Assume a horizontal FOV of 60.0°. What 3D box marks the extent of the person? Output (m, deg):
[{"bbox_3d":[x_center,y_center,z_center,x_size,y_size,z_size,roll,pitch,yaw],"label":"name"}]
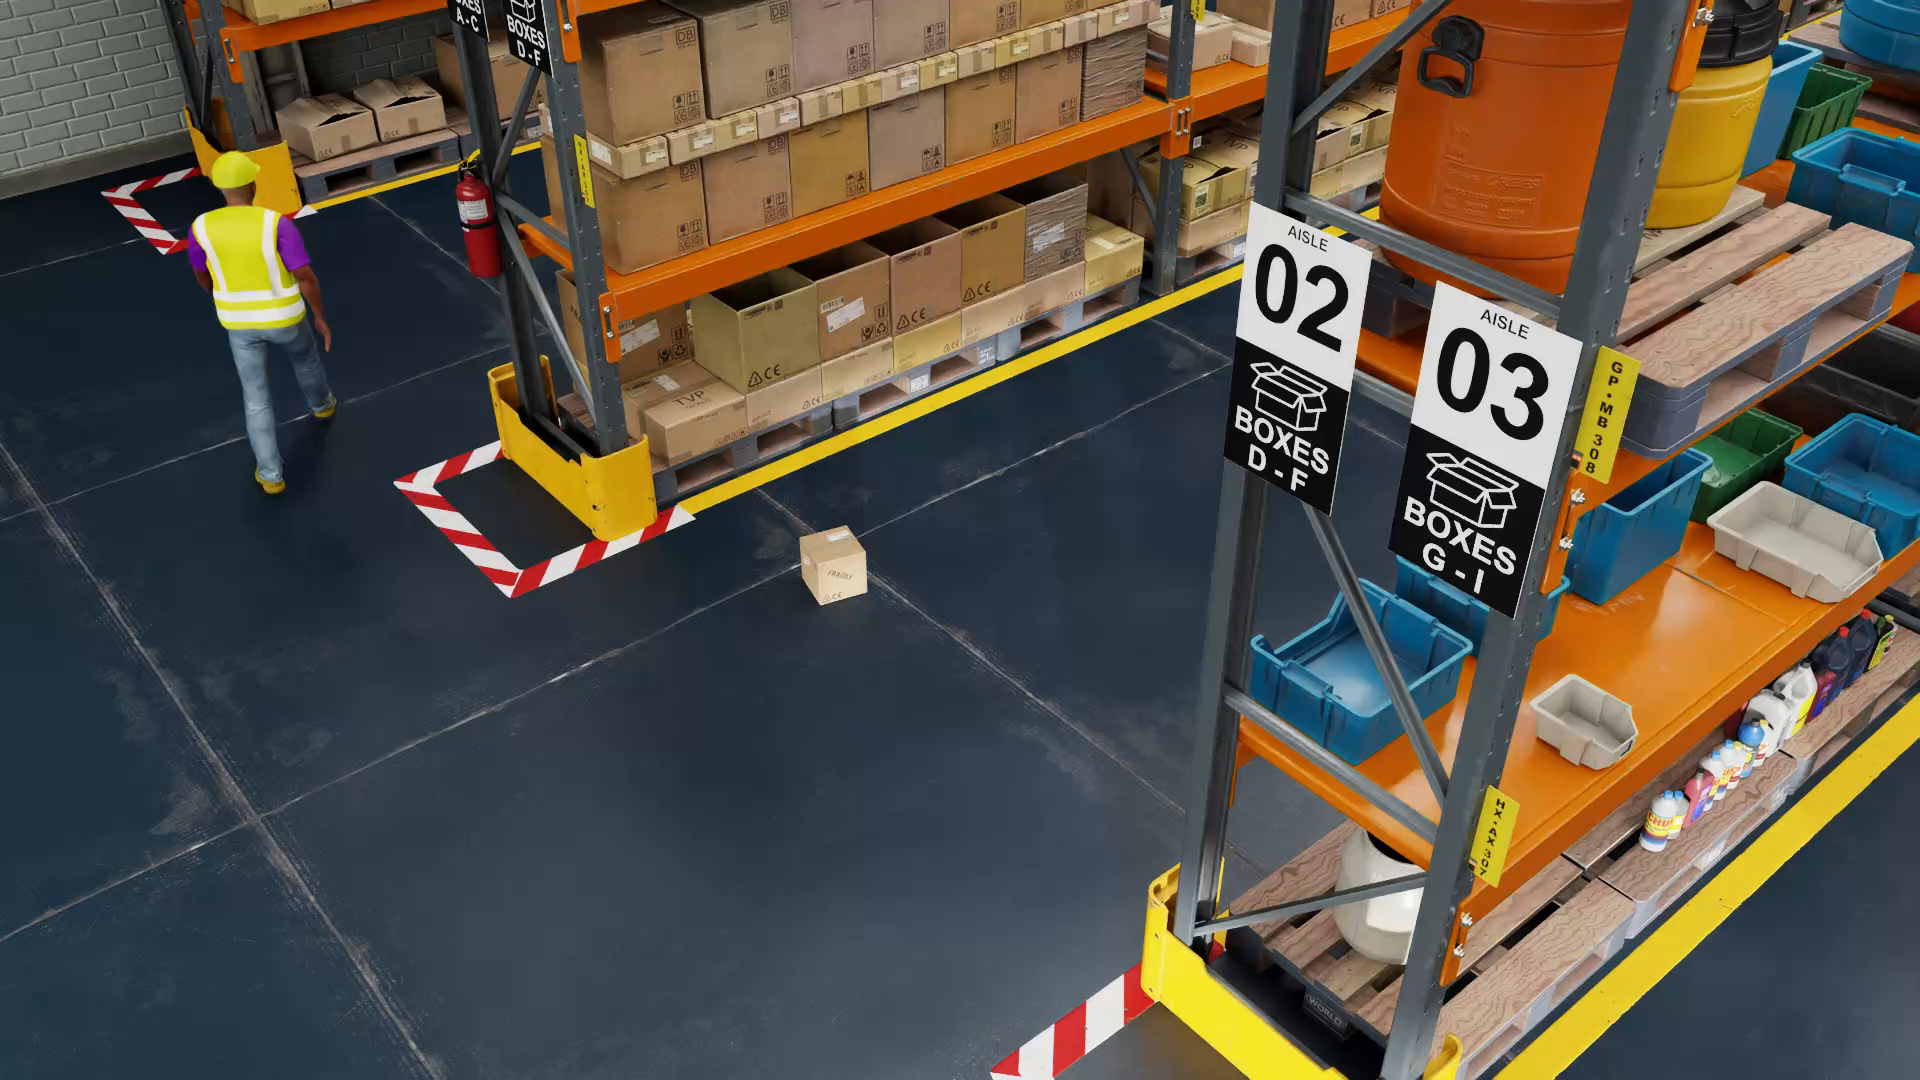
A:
[{"bbox_3d":[-3.648,-1.221,8.754,0.640,1.699,1.052,-7,36,-10],"label":"person"}]
